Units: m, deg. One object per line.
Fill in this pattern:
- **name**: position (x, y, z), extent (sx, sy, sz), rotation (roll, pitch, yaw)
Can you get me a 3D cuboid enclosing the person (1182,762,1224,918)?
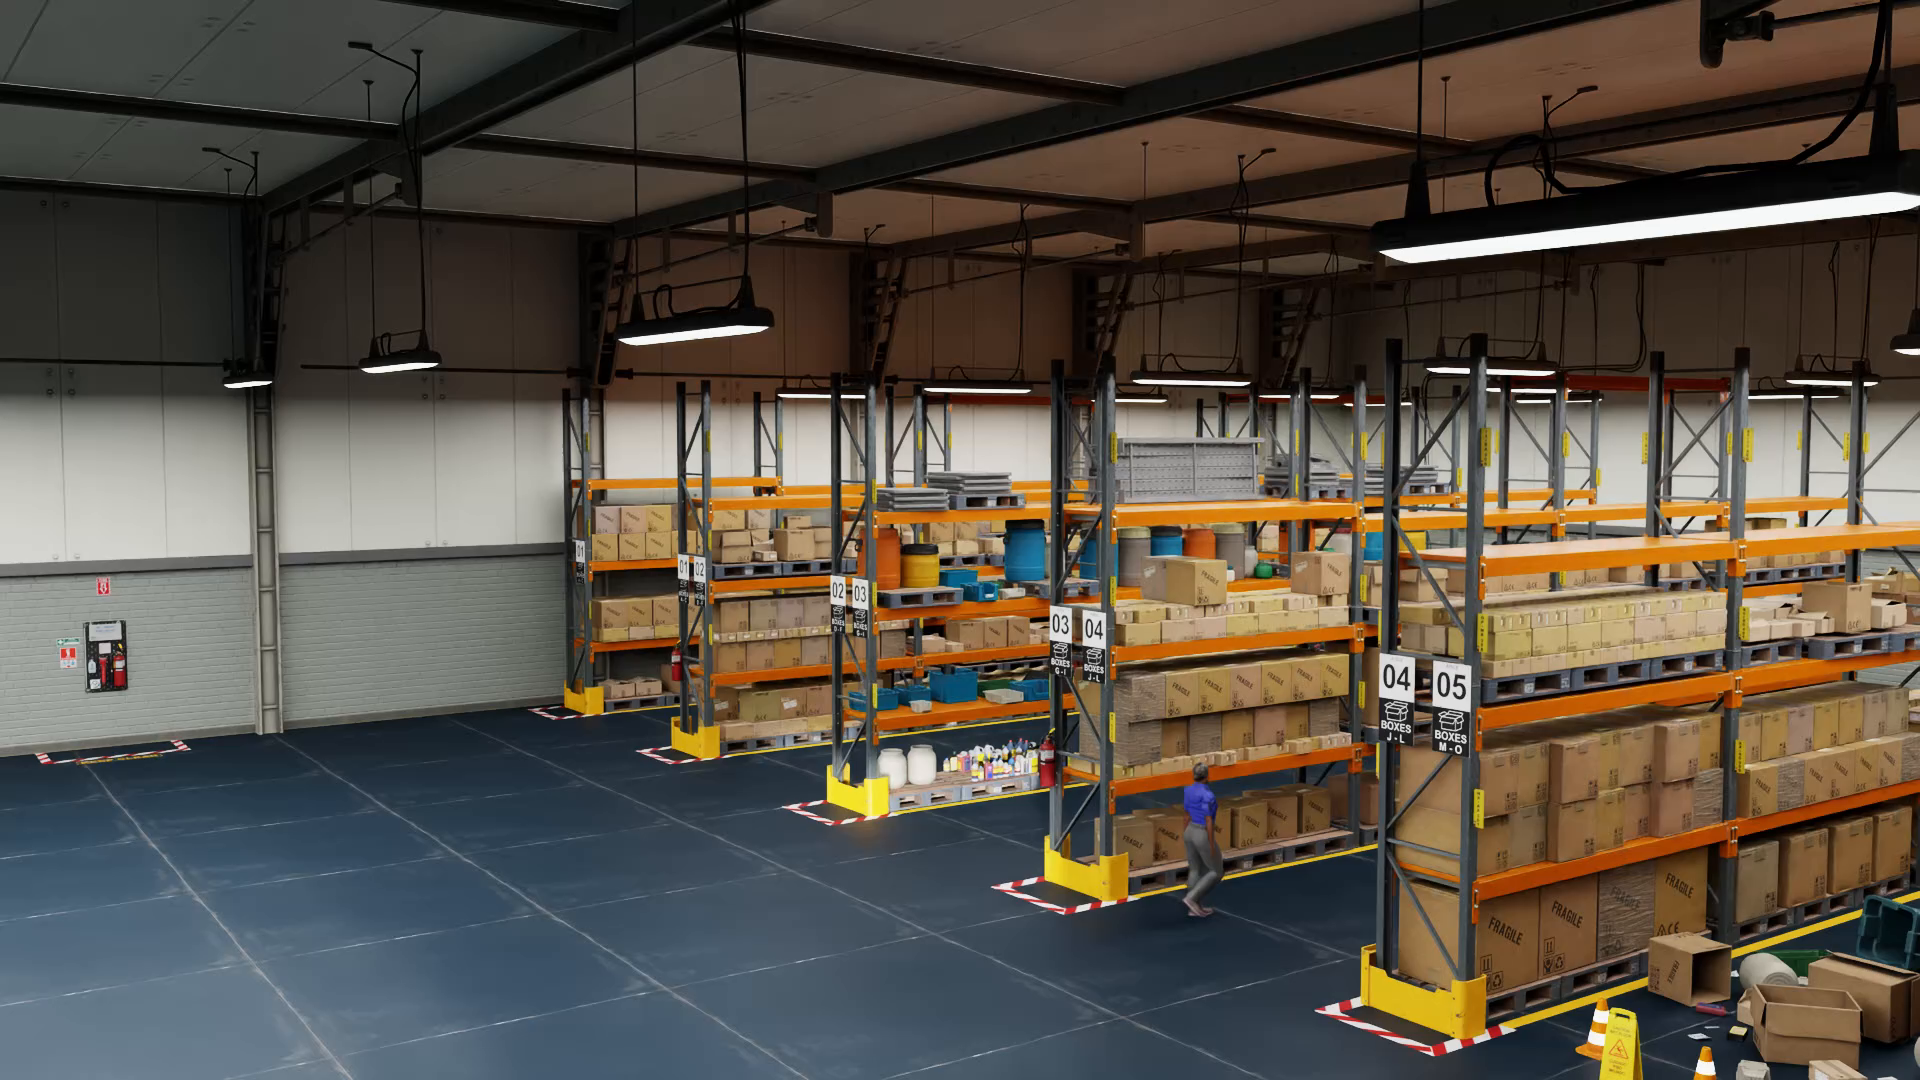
- **person**: position (2.535, 3.200, 17.730), extent (0.440, 1.656, 0.495), rotation (-2, 4, -30)
